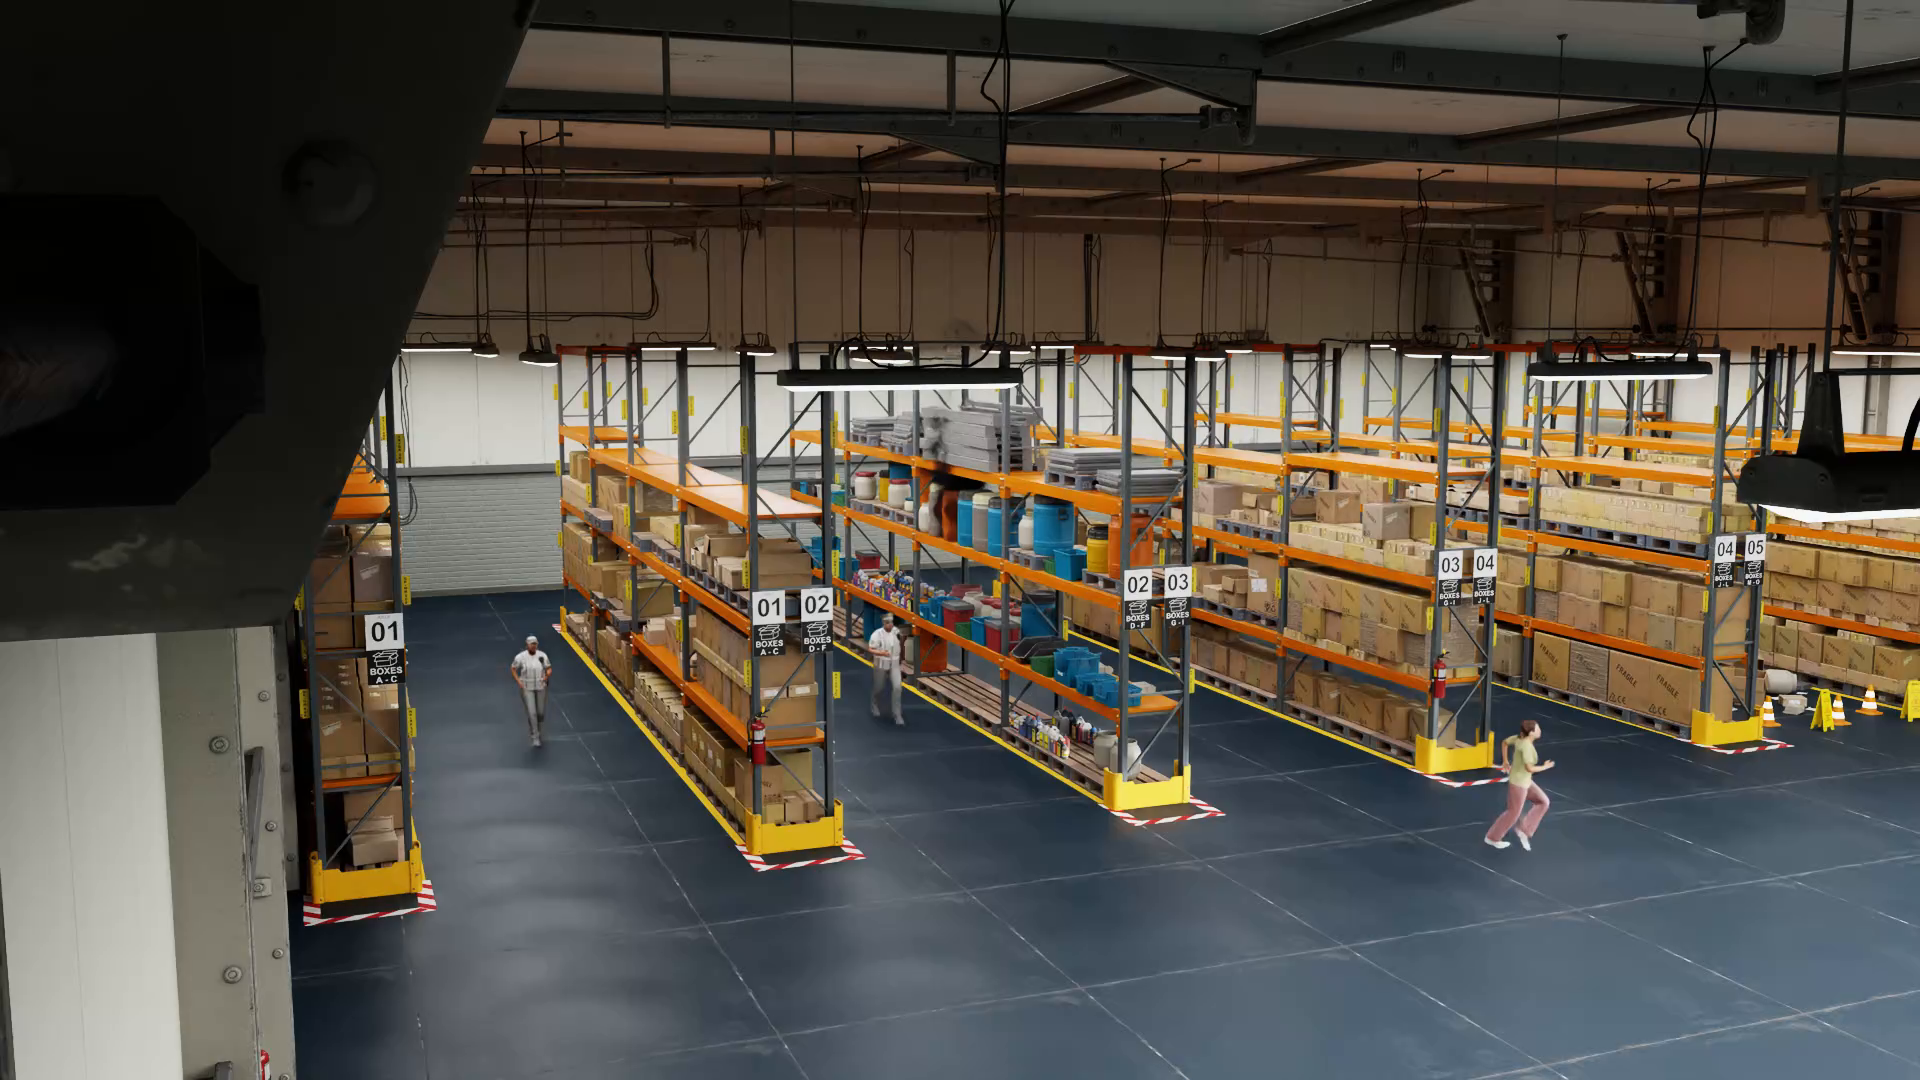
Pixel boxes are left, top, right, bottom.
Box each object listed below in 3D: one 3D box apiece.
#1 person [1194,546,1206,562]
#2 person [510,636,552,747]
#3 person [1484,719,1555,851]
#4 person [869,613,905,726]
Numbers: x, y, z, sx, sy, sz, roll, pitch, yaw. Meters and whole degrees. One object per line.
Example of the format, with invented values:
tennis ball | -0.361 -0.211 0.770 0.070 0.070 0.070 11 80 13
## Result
person | 6.116 0.208 41.829 1.148 1.625 0.740 3 8 22
person | -6.564 2.286 25.518 0.613 1.660 0.726 -4 8 -26
person | 6.770 2.954 20.096 0.767 1.638 0.606 2 7 13
person | -1.204 2.044 26.862 0.608 1.813 0.909 -3 8 -21
